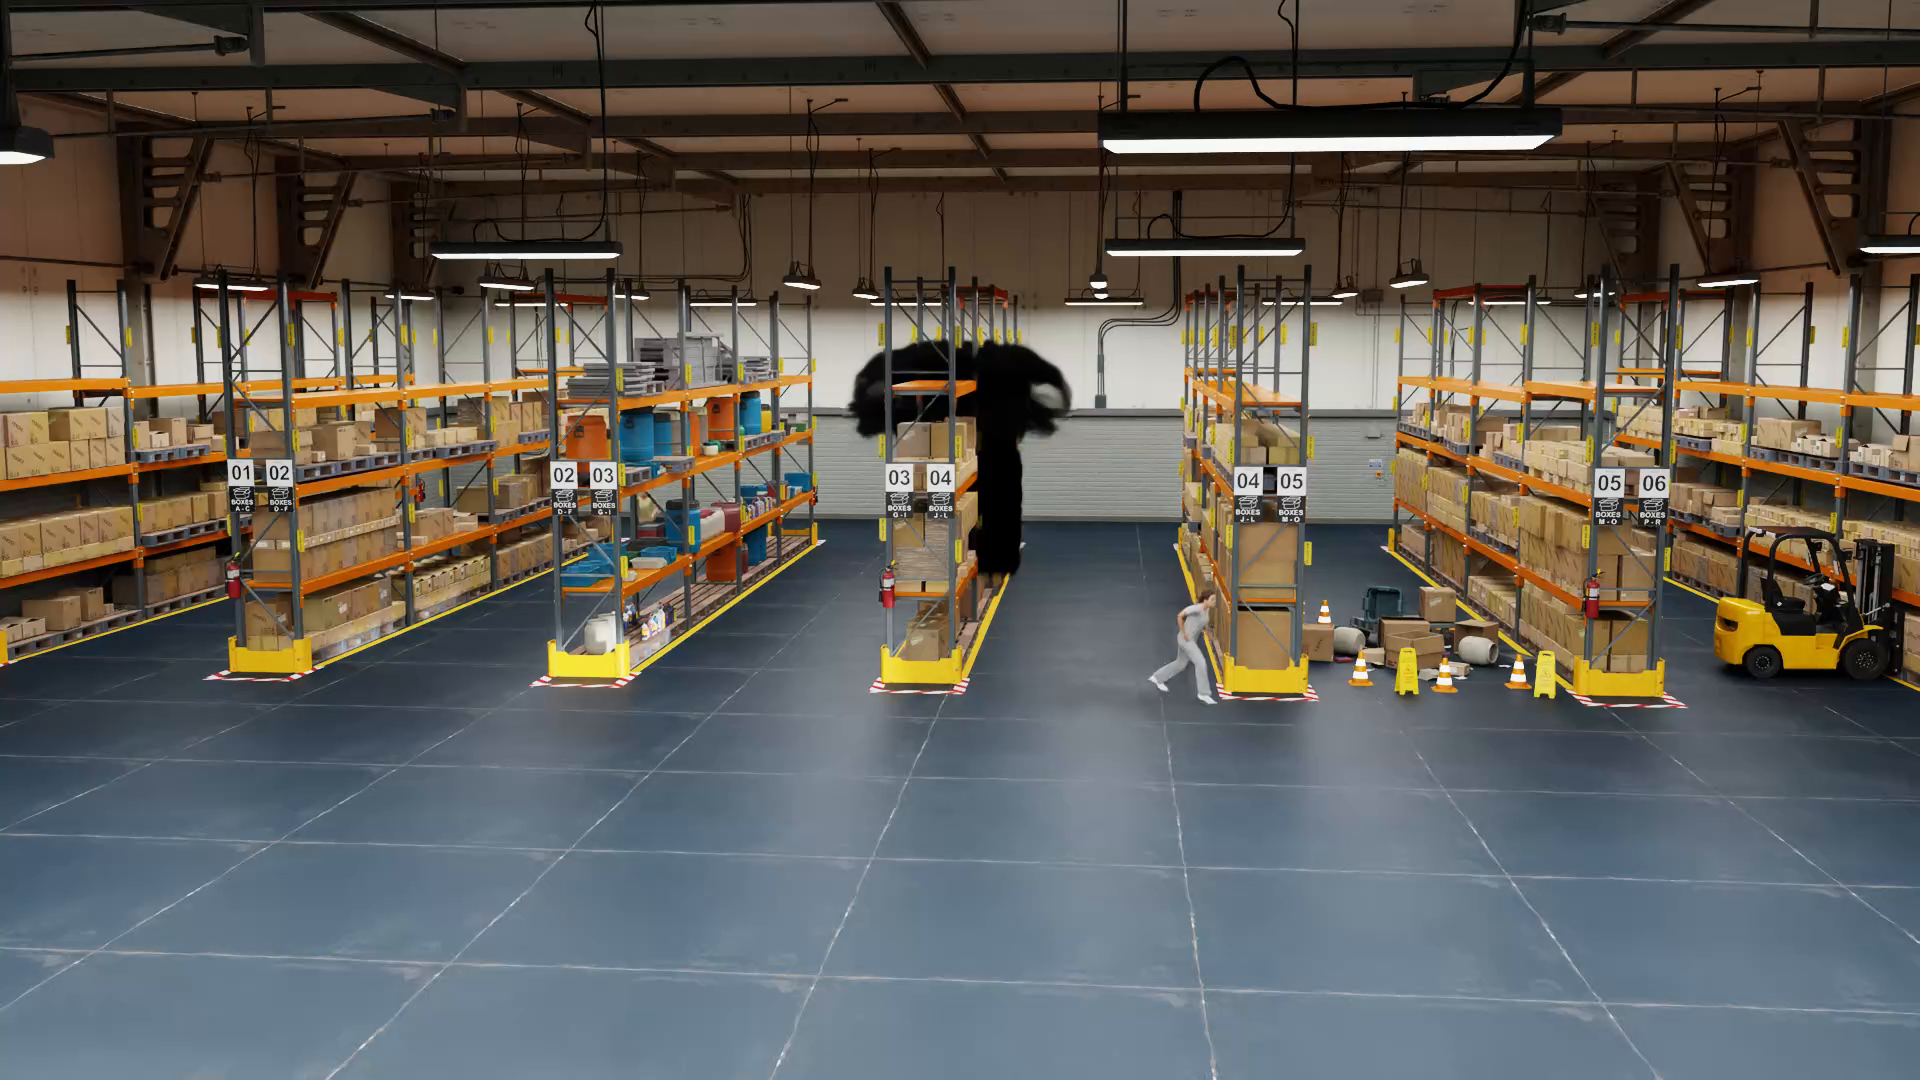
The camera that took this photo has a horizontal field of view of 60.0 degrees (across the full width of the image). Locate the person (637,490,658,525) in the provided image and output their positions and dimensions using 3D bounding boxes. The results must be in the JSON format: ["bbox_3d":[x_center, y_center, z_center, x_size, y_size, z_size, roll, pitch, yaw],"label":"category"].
[{"bbox_3d":[-7.197,-0.422,38.069,0.565,1.640,0.751,0,7,-1],"label":"person"}]

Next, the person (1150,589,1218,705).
[{"bbox_3d":[3.088,1.450,22.962,1.003,1.626,0.602,5,8,34],"label":"person"}]
